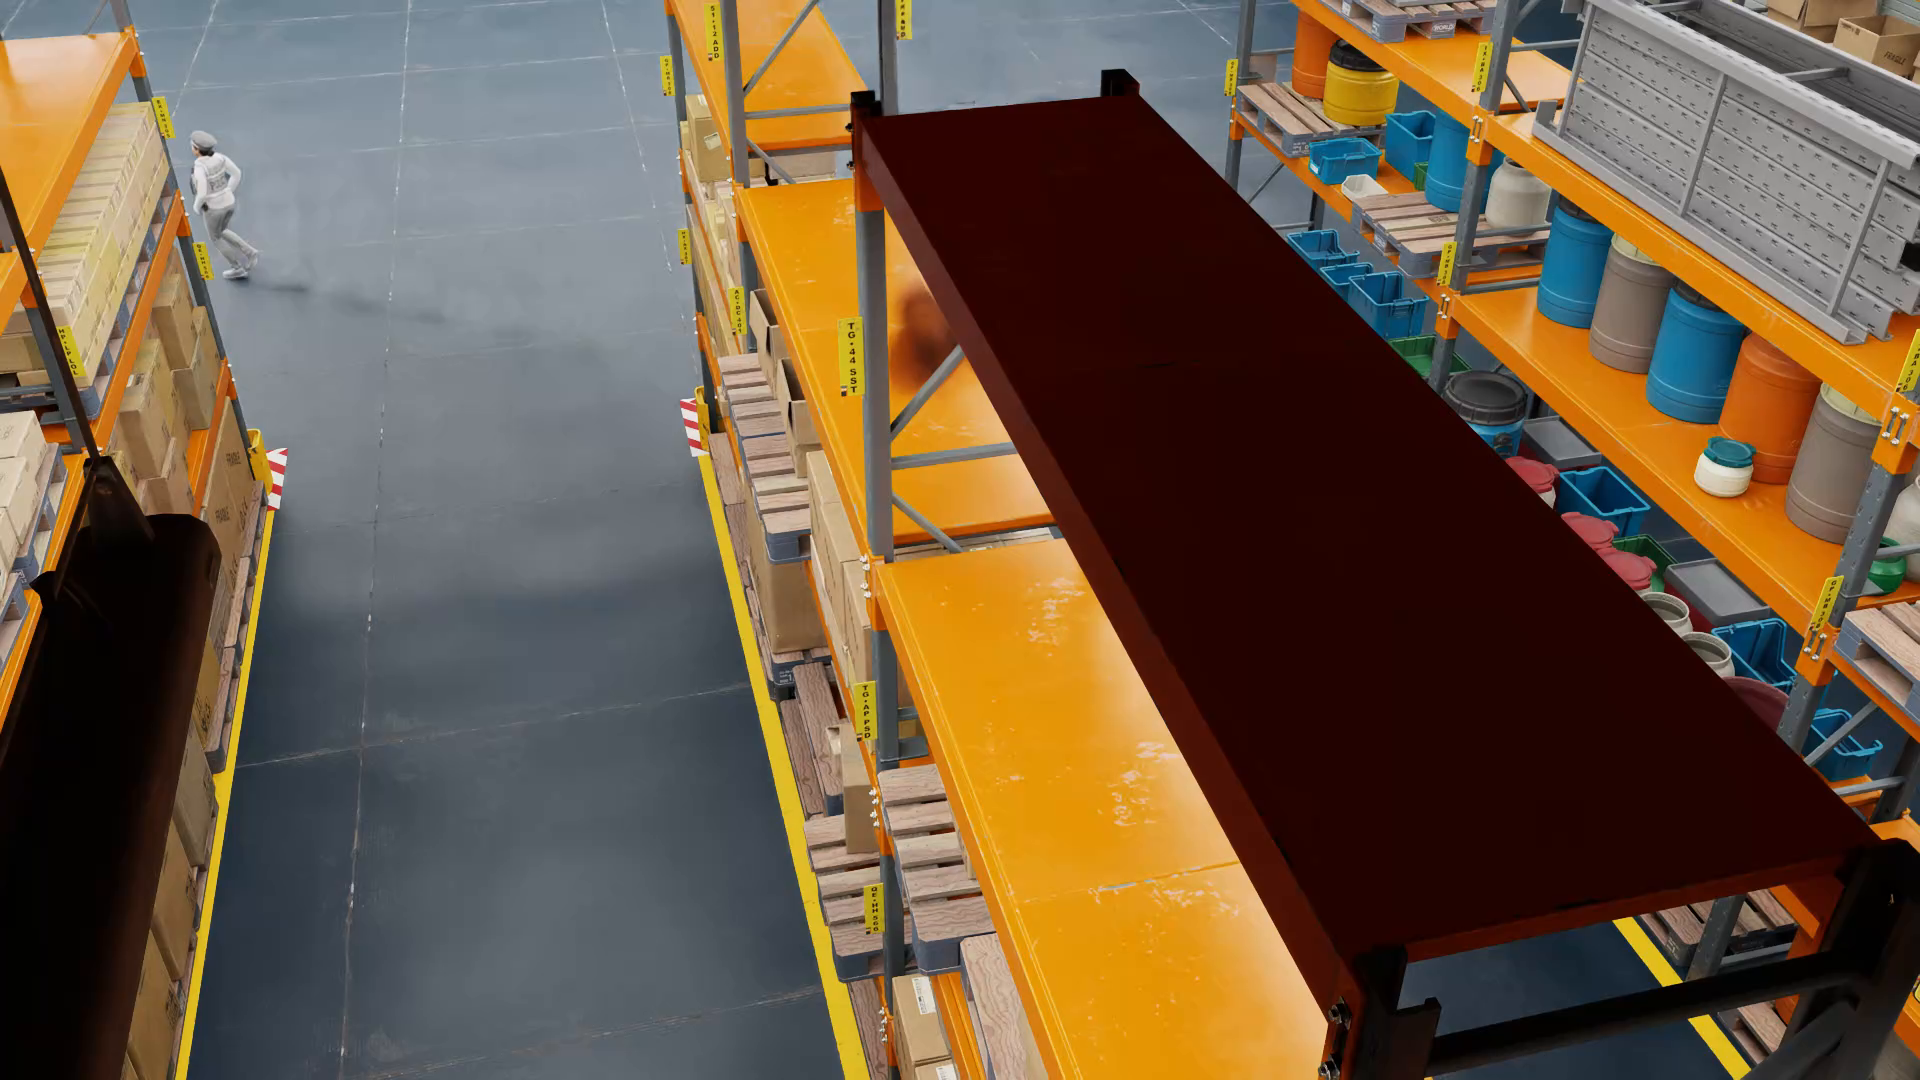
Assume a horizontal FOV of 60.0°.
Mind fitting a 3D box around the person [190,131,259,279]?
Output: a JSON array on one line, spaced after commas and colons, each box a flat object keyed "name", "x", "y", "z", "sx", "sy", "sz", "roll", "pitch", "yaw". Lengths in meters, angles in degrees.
[{"name": "person", "x": -7.947, "y": -3.593, "z": 17.883, "sx": 0.502, "sy": 1.664, "sz": 0.628, "roll": 11, "pitch": 36, "yaw": 16}]
